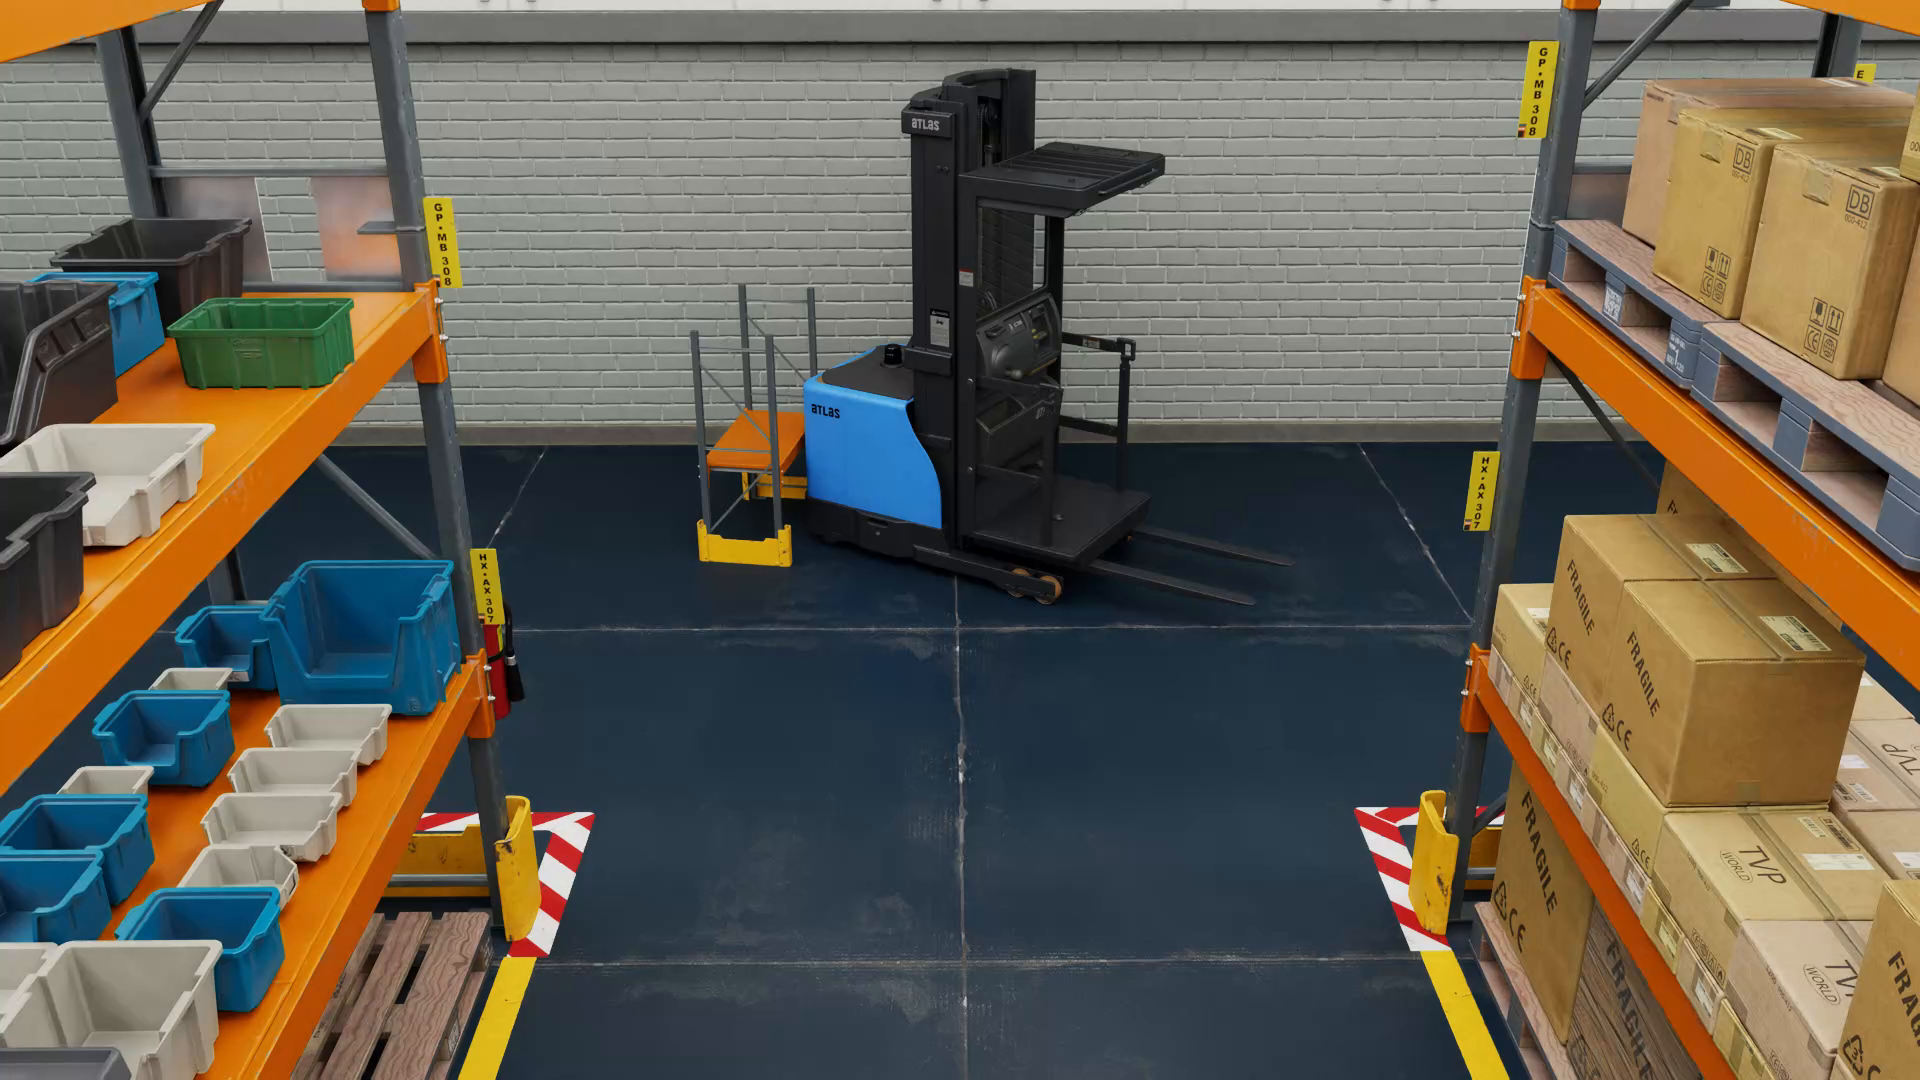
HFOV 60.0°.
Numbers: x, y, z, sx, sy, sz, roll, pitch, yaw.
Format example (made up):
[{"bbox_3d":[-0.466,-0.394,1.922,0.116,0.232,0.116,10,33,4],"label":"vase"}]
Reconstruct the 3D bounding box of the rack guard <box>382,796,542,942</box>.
[{"bbox_3d":[-2.412,1.396,7.056,1.175,0.500,0.348,0,24,-1],"label":"rack guard"}]

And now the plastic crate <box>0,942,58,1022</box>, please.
[{"bbox_3d":[-2.674,1.292,4.500,0.293,0.136,0.466,0,24,-1],"label":"plastic crate"}]

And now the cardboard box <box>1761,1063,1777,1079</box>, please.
[{"bbox_3d":[2.255,1.460,4.188,0.380,0.149,0.250,0,24,0],"label":"cardboard box"}]

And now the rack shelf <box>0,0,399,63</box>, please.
[{"bbox_3d":[-2.377,-1.132,3.691,1.077,0.370,4.000,0,24,-1],"label":"rack shelf"}]

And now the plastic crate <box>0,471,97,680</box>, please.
[{"bbox_3d":[-2.094,0.095,3.418,0.497,0.269,0.590,0,24,-1],"label":"plastic crate"}]

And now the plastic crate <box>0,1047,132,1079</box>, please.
[{"bbox_3d":[-2.114,1.490,3.665,0.402,0.464,0.583,0,24,-1],"label":"plastic crate"}]

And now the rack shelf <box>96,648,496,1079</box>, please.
[{"bbox_3d":[-2.377,1.419,4.845,1.077,0.370,4.000,0,24,-1],"label":"rack shelf"}]

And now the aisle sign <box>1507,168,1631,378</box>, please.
[{"bbox_3d":[2.254,-0.968,6.095,0.394,0.787,0.004,0,24,-1],"label":"aisle sign"}]

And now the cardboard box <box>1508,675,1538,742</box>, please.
[{"bbox_3d":[2.232,0.613,6.060,0.380,0.149,0.250,-1,24,-1],"label":"cardboard box"}]

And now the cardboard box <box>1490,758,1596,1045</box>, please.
[{"bbox_3d":[2.641,1.285,6.337,0.875,0.875,0.875,0,24,-1],"label":"cardboard box"}]

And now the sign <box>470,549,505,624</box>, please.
[{"bbox_3d":[-1.849,0.184,6.506,0.100,0.325,0.005,0,24,-1],"label":"sign"}]

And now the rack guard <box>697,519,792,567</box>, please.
[{"bbox_3d":[-1.346,0.019,10.404,0.587,0.250,0.087,4,25,8],"label":"rack guard"}]

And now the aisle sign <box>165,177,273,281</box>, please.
[{"bbox_3d":[-2.696,-0.946,6.046,0.394,0.787,0.004,0,24,-1],"label":"aisle sign"}]

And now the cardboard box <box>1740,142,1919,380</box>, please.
[{"bbox_3d":[2.553,-0.745,4.365,0.700,0.500,0.500,-2,24,-4],"label":"cardboard box"}]

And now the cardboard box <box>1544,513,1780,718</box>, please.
[{"bbox_3d":[2.295,0.241,5.488,0.500,0.500,0.500,-1,24,-2],"label":"cardboard box"}]

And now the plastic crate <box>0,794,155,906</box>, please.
[{"bbox_3d":[-2.711,0.962,5.113,0.416,0.233,0.300,0,24,-1],"label":"plastic crate"}]

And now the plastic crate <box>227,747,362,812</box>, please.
[{"bbox_3d":[-2.220,0.815,5.556,0.396,0.136,0.243,0,24,-1],"label":"plastic crate"}]

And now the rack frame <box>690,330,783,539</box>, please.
[{"bbox_3d":[-1.350,-0.543,10.129,0.500,1.500,0.032,4,25,8],"label":"rack frame"}]

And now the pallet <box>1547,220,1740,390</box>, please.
[{"bbox_3d":[2.573,-0.776,5.293,1.003,0.211,1.213,0,24,-1],"label":"pallet"}]

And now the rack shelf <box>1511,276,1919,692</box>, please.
[{"bbox_3d":[2.576,0.030,4.276,1.077,0.370,4.000,0,24,-1],"label":"rack shelf"}]

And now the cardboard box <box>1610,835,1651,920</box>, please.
[{"bbox_3d":[2.245,1.037,5.122,0.380,0.149,0.250,-1,24,-1],"label":"cardboard box"}]

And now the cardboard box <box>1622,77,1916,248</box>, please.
[{"bbox_3d":[2.614,-1.190,5.349,0.700,0.500,0.500,-2,24,-4],"label":"cardboard box"}]

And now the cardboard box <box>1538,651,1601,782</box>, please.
[{"bbox_3d":[2.302,0.591,5.624,0.500,0.250,0.500,-1,24,-1],"label":"cardboard box"}]

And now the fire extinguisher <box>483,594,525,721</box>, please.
[{"bbox_3d":[-1.946,0.408,6.754,0.296,0.674,0.183,0,24,-1],"label":"fire extinguisher"}]

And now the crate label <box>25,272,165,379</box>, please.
[{"bbox_3d":[-2.711,-0.650,5.088,0.408,0.251,0.502,0,24,-1],"label":"crate label"}]

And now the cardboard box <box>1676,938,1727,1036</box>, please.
[{"bbox_3d":[2.251,1.249,4.653,0.380,0.149,0.250,0,24,0],"label":"cardboard box"}]

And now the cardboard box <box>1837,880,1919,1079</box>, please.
[{"bbox_3d":[2.324,1.090,3.612,0.500,0.500,0.500,0,24,0],"label":"cardboard box"}]

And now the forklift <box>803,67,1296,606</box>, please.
[{"bbox_3d":[0.534,-1.203,9.854,3.031,2.935,1.130,14,28,28],"label":"forklift"}]

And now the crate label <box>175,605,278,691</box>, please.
[{"bbox_3d":[-2.725,0.419,6.313,0.416,0.233,0.303,0,24,-1],"label":"crate label"}]

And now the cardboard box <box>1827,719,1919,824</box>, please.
[{"bbox_3d":[2.836,0.795,5.173,0.500,0.250,0.500,-1,24,-2],"label":"cardboard box"}]

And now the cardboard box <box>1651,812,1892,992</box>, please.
[{"bbox_3d":[2.315,1.013,4.691,0.500,0.250,0.500,-1,24,-2],"label":"cardboard box"}]

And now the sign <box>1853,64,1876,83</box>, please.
[{"bbox_3d":[3.097,-1.486,5.777,0.100,0.325,0.005,0,24,-1],"label":"sign"}]

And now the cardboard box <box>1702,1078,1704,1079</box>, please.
[{"bbox_3d":[2.661,2.027,4.697,0.875,0.875,0.875,0,24,-1],"label":"cardboard box"}]

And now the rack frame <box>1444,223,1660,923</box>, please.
[{"bbox_3d":[2.554,0.245,6.568,1.000,3.000,0.127,0,24,-1],"label":"rack frame"}]

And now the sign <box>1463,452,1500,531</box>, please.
[{"bbox_3d":[1.999,-0.185,6.373,0.100,0.325,0.005,0,24,-1],"label":"sign"}]

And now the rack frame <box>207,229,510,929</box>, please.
[{"bbox_3d":[-2.398,0.267,6.519,1.000,3.000,0.127,0,24,-1],"label":"rack frame"}]

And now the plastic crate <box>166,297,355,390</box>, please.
[{"bbox_3d":[-2.102,-0.598,5.049,0.450,0.188,0.336,0,24,-1],"label":"plastic crate"}]

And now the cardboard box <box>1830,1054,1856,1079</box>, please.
[{"bbox_3d":[2.323,1.432,3.765,0.500,0.250,0.500,0,24,1],"label":"cardboard box"}]

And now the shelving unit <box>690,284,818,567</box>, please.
[{"bbox_3d":[-1.267,-0.753,10.595,0.587,1.500,1.083,4,25,8],"label":"shelving unit"}]

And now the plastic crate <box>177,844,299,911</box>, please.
[{"bbox_3d":[-2.170,1.051,5.033,0.298,0.136,0.250,0,24,-1],"label":"plastic crate"}]

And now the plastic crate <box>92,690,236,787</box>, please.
[{"bbox_3d":[-2.718,0.691,5.713,0.416,0.233,0.300,0,24,-1],"label":"plastic crate"}]

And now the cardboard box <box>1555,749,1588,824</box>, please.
[{"bbox_3d":[2.240,0.826,5.589,0.380,0.149,0.250,-1,24,-1],"label":"cardboard box"}]

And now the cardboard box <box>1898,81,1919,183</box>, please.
[{"bbox_3d":[2.566,-0.913,3.827,0.500,0.250,0.500,-1,24,-2],"label":"cardboard box"}]
